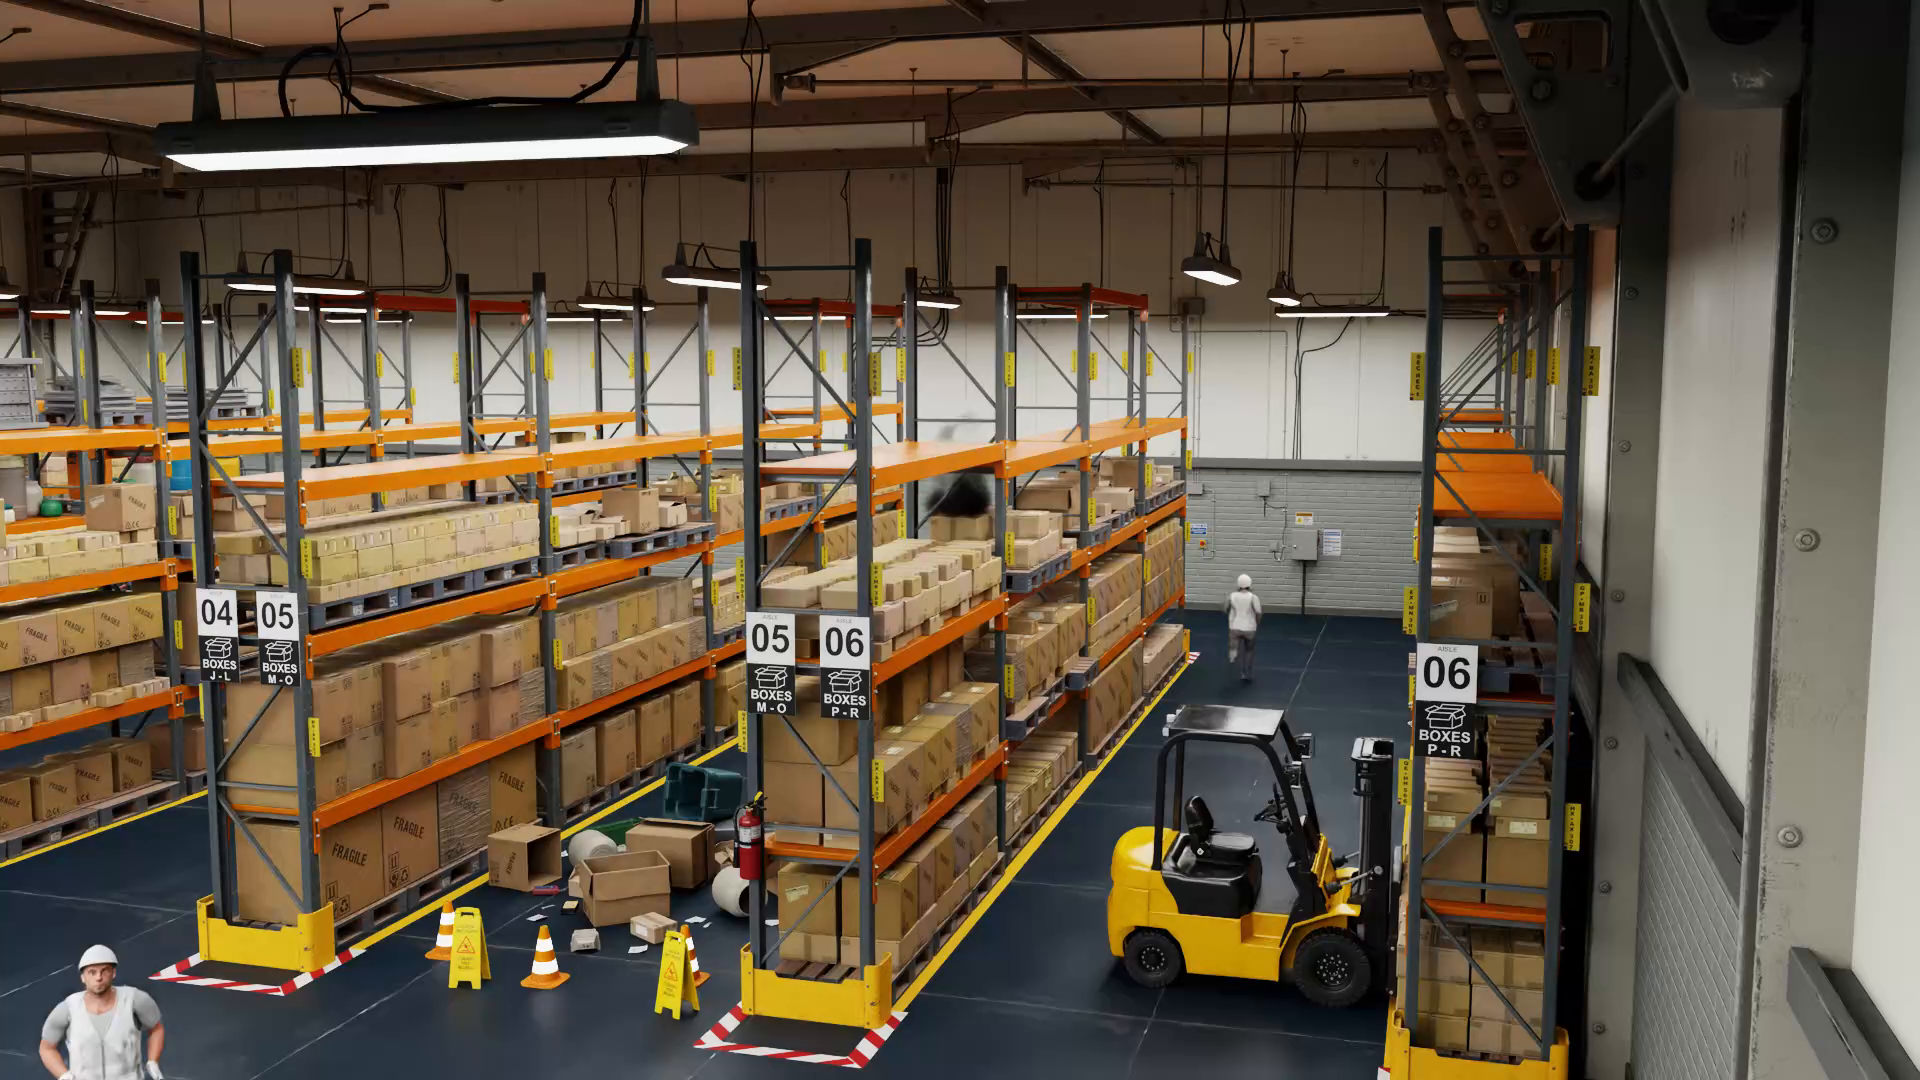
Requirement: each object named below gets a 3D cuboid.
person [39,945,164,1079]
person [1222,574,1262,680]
[{"bbox_3d":[-5.028,3.220,9.777,0.656,1.745,0.615,-3,7,-26],"label":"person"},{"bbox_3d":[4.429,1.408,26.101,0.640,1.759,0.992,2,7,17],"label":"person"}]
